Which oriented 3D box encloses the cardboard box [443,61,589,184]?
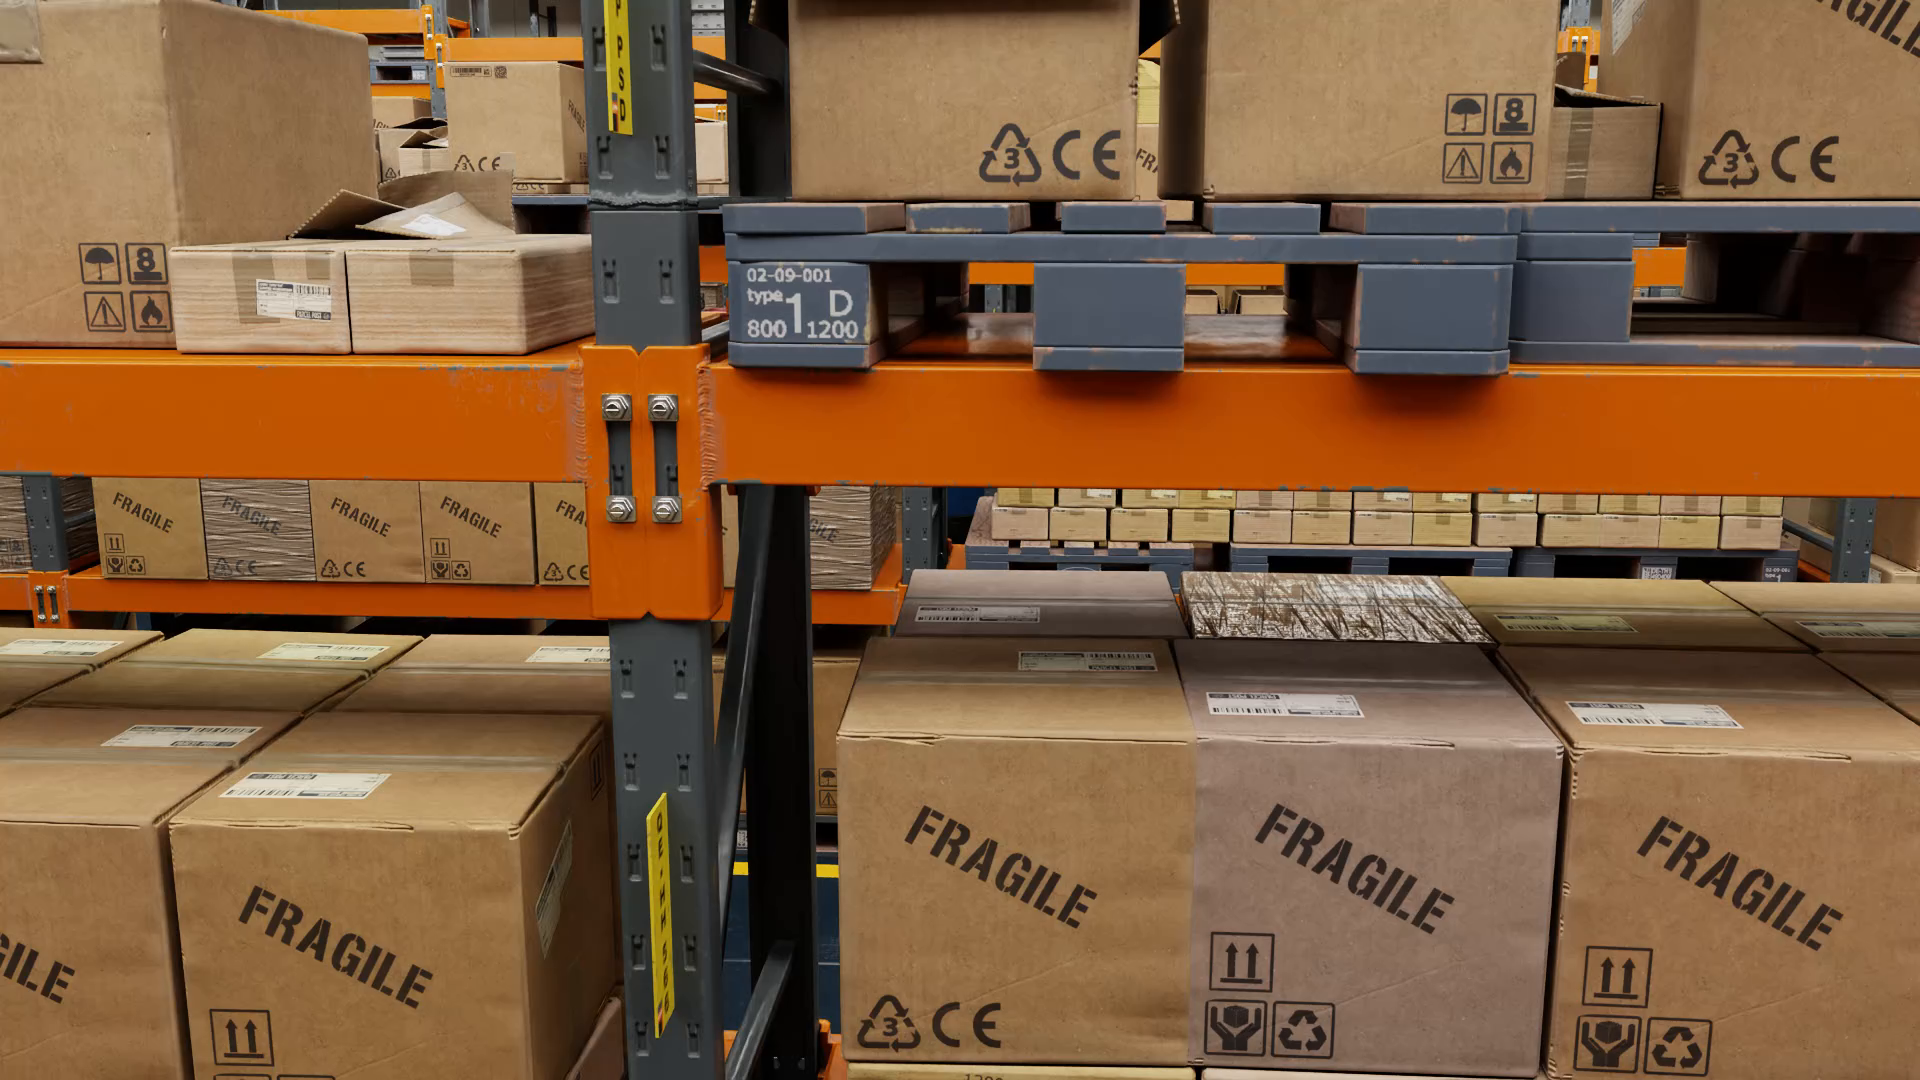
[{"bbox_3d":[-1.912,-1.812,7.266,0.500,0.500,0.500,1,12,4],"label":"cardboard box"}]

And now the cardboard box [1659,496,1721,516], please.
[{"bbox_3d":[3.159,-0.216,7.336,0.250,0.149,0.380,1,12,4],"label":"cardboard box"}]

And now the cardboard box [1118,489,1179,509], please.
[{"bbox_3d":[0.848,-0.248,7.491,0.250,0.149,0.380,0,12,2],"label":"cardboard box"}]

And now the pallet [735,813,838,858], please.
[{"bbox_3d":[-0.940,1.265,8.207,1.213,0.211,1.003,1,12,4],"label":"pallet"}]

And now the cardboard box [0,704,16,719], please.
[{"bbox_3d":[-1.881,0.578,2.685,0.500,0.500,0.500,0,12,0],"label":"cardboard box"}]

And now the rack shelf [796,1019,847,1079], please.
[{"bbox_3d":[1.607,1.318,2.898,4.000,0.370,1.077,1,12,4],"label":"rack shelf"}]

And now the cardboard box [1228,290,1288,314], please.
[{"bbox_3d":[2.322,-1.595,12.374,0.637,0.503,0.797,1,12,6],"label":"cardboard box"}]

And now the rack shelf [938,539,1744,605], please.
[{"bbox_3d":[1.837,0.305,7.739,4.000,0.370,1.077,1,12,4],"label":"rack shelf"}]

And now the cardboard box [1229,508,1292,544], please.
[{"bbox_3d":[1.347,-0.095,7.486,0.250,0.149,0.380,1,12,6],"label":"cardboard box"}]

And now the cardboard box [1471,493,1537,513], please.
[{"bbox_3d":[2.379,-0.227,7.387,0.250,0.149,0.380,0,12,1],"label":"cardboard box"}]

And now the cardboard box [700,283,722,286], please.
[{"bbox_3d":[-3.337,-3.491,22.302,0.250,0.149,0.380,1,12,4],"label":"cardboard box"}]

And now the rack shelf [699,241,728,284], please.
[{"bbox_3d":[-2.154,-1.218,7.693,4.000,0.370,1.077,1,12,4],"label":"rack shelf"}]

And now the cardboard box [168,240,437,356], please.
[{"bbox_3d":[-0.965,-0.370,2.498,0.250,0.149,0.380,1,12,4],"label":"cardboard box"}]

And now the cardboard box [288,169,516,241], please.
[{"bbox_3d":[-0.946,-0.506,2.865,0.258,0.266,0.396,1,12,4],"label":"cardboard box"}]

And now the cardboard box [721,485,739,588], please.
[{"bbox_3d":[-1.123,-0.081,7.587,0.500,0.500,0.500,1,12,4],"label":"cardboard box"}]

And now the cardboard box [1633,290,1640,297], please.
[{"bbox_3d":[8.457,-3.000,21.538,0.500,0.500,0.500,1,12,5],"label":"cardboard box"}]

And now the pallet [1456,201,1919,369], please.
[{"bbox_3d":[1.374,-0.425,2.607,1.213,0.211,1.003,1,12,6],"label":"pallet"}]

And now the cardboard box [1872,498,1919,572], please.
[{"bbox_3d":[4.310,-0.156,7.215,0.500,0.500,0.500,1,12,3],"label":"cardboard box"}]

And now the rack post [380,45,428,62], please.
[{"bbox_3d":[-5.442,-5.087,17.291,0.954,0.300,0.937,1,12,3],"label":"rack post"}]

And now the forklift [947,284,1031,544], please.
[{"bbox_3d":[0.593,-1.500,14.783,3.031,2.935,1.130,-5,13,-21],"label":"forklift"}]

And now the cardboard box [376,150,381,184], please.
[{"bbox_3d":[-2.769,-1.656,7.377,0.250,0.149,0.380,1,12,4],"label":"cardboard box"}]

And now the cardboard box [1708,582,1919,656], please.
[{"bbox_3d":[1.657,0.376,2.960,0.500,0.500,0.500,1,12,3],"label":"cardboard box"}]

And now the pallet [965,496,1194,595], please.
[{"bbox_3d":[0.560,0.008,7.873,1.003,0.211,1.213,1,12,4],"label":"pallet"}]

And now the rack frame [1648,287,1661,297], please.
[{"bbox_3d":[8.922,-3.000,21.785,0.127,3.000,1.000,1,12,4],"label":"rack frame"}]

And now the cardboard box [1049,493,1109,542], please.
[{"bbox_3d":[0.542,-0.106,7.535,0.250,0.149,0.380,1,12,7],"label":"cardboard box"}]

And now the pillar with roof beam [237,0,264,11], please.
[{"bbox_3d":[-12.233,-6.537,24.042,0.548,9.000,9.100,1,12,4],"label":"pillar with roof beam"}]

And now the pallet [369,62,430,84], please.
[{"bbox_3d":[-5.431,-4.823,17.282,1.213,0.211,1.003,1,12,4],"label":"pallet"}]

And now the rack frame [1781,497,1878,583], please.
[{"bbox_3d":[3.833,-0.019,7.534,0.127,3.000,1.000,1,12,4],"label":"rack frame"}]

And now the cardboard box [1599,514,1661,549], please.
[{"bbox_3d":[2.915,-0.074,7.384,0.250,0.149,0.380,1,12,4],"label":"cardboard box"}]

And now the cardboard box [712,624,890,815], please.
[{"bbox_3d":[-0.760,0.795,8.111,0.750,0.750,1.050,1,12,3],"label":"cardboard box"}]

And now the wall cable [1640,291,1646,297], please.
[{"bbox_3d":[10.590,-4.685,27.359,1.851,1.984,0.084,1,12,4],"label":"wall cable"}]

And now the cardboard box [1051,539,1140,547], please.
[{"bbox_3d":[0.961,-0.238,12.743,0.875,0.875,1.225,0,12,1],"label":"cardboard box"}]

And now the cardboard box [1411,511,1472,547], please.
[{"bbox_3d":[2.123,-0.084,7.432,0.250,0.149,0.380,1,12,6],"label":"cardboard box"}]

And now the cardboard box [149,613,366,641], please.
[{"bbox_3d":[-3.524,0.757,8.292,0.750,0.750,1.050,1,12,3],"label":"cardboard box"}]

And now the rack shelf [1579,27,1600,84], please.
[{"bbox_3d":[6.260,-3.392,11.741,4.000,0.370,1.077,1,12,4],"label":"rack shelf"}]

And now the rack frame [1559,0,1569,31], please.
[{"bbox_3d":[9.249,-6.949,26.009,0.127,3.000,1.000,1,12,4],"label":"rack frame"}]

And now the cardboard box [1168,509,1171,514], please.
[{"bbox_3d":[1.117,-0.232,8.141,0.250,0.149,0.380,1,12,3],"label":"cardboard box"}]

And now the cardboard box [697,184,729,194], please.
[{"bbox_3d":[-1.840,-2.695,12.544,0.250,0.166,0.380,0,12,2],"label":"cardboard box"}]

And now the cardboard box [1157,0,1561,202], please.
[{"bbox_3d":[0.612,-0.809,2.716,0.500,0.500,0.700,0,12,1],"label":"cardboard box"}]

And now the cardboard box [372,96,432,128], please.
[{"bbox_3d":[-4.183,-3.002,12.277,0.500,0.500,0.500,0,12,2],"label":"cardboard box"}]

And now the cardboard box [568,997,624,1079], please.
[{"bbox_3d":[-0.731,0.900,2.730,0.250,0.149,0.380,1,12,6],"label":"cardboard box"}]

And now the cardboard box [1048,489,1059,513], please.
[{"bbox_3d":[0.365,-0.244,8.195,0.250,0.149,0.380,1,12,5],"label":"cardboard box"}]

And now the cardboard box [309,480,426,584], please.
[{"bbox_3d":[-2.640,-0.101,7.683,0.500,0.500,0.500,1,12,3],"label":"cardboard box"}]

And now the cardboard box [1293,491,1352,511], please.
[{"bbox_3d":[1.595,-0.237,7.438,0.250,0.149,0.380,1,12,3],"label":"cardboard box"}]

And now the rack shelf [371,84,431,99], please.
[{"bbox_3d":[-5.382,-4.568,17.364,4.000,0.370,1.077,1,12,4],"label":"rack shelf"}]

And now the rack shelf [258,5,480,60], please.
[{"bbox_3d":[-5.713,-3.751,12.486,4.000,0.370,1.077,1,12,4],"label":"rack shelf"}]

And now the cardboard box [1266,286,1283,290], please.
[{"bbox_3d":[4.473,-3.362,22.243,0.500,0.500,0.700,-3,12,-15],"label":"cardboard box"}]

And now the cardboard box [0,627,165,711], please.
[{"bbox_3d":[-1.873,0.473,3.182,0.500,0.500,0.500,1,12,5],"label":"cardboard box"}]

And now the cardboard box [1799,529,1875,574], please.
[{"bbox_3d":[4.133,0.060,7.770,0.250,0.149,0.380,1,12,3],"label":"cardboard box"}]

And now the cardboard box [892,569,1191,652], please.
[{"bbox_3d":[0.145,0.354,3.064,0.500,0.500,0.500,0,12,2],"label":"cardboard box"}]

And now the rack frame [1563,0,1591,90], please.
[{"bbox_3d":[4.265,-3.968,11.758,0.127,3.000,1.000,1,12,4],"label":"rack frame"}]

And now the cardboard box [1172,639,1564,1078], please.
[{"bbox_3d":[0.583,0.462,2.548,0.500,0.500,0.500,1,12,4],"label":"cardboard box"}]

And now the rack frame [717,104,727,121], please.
[{"bbox_3d":[-3.052,-6.101,21.955,0.127,3.000,1.000,1,12,4],"label":"rack frame"}]
